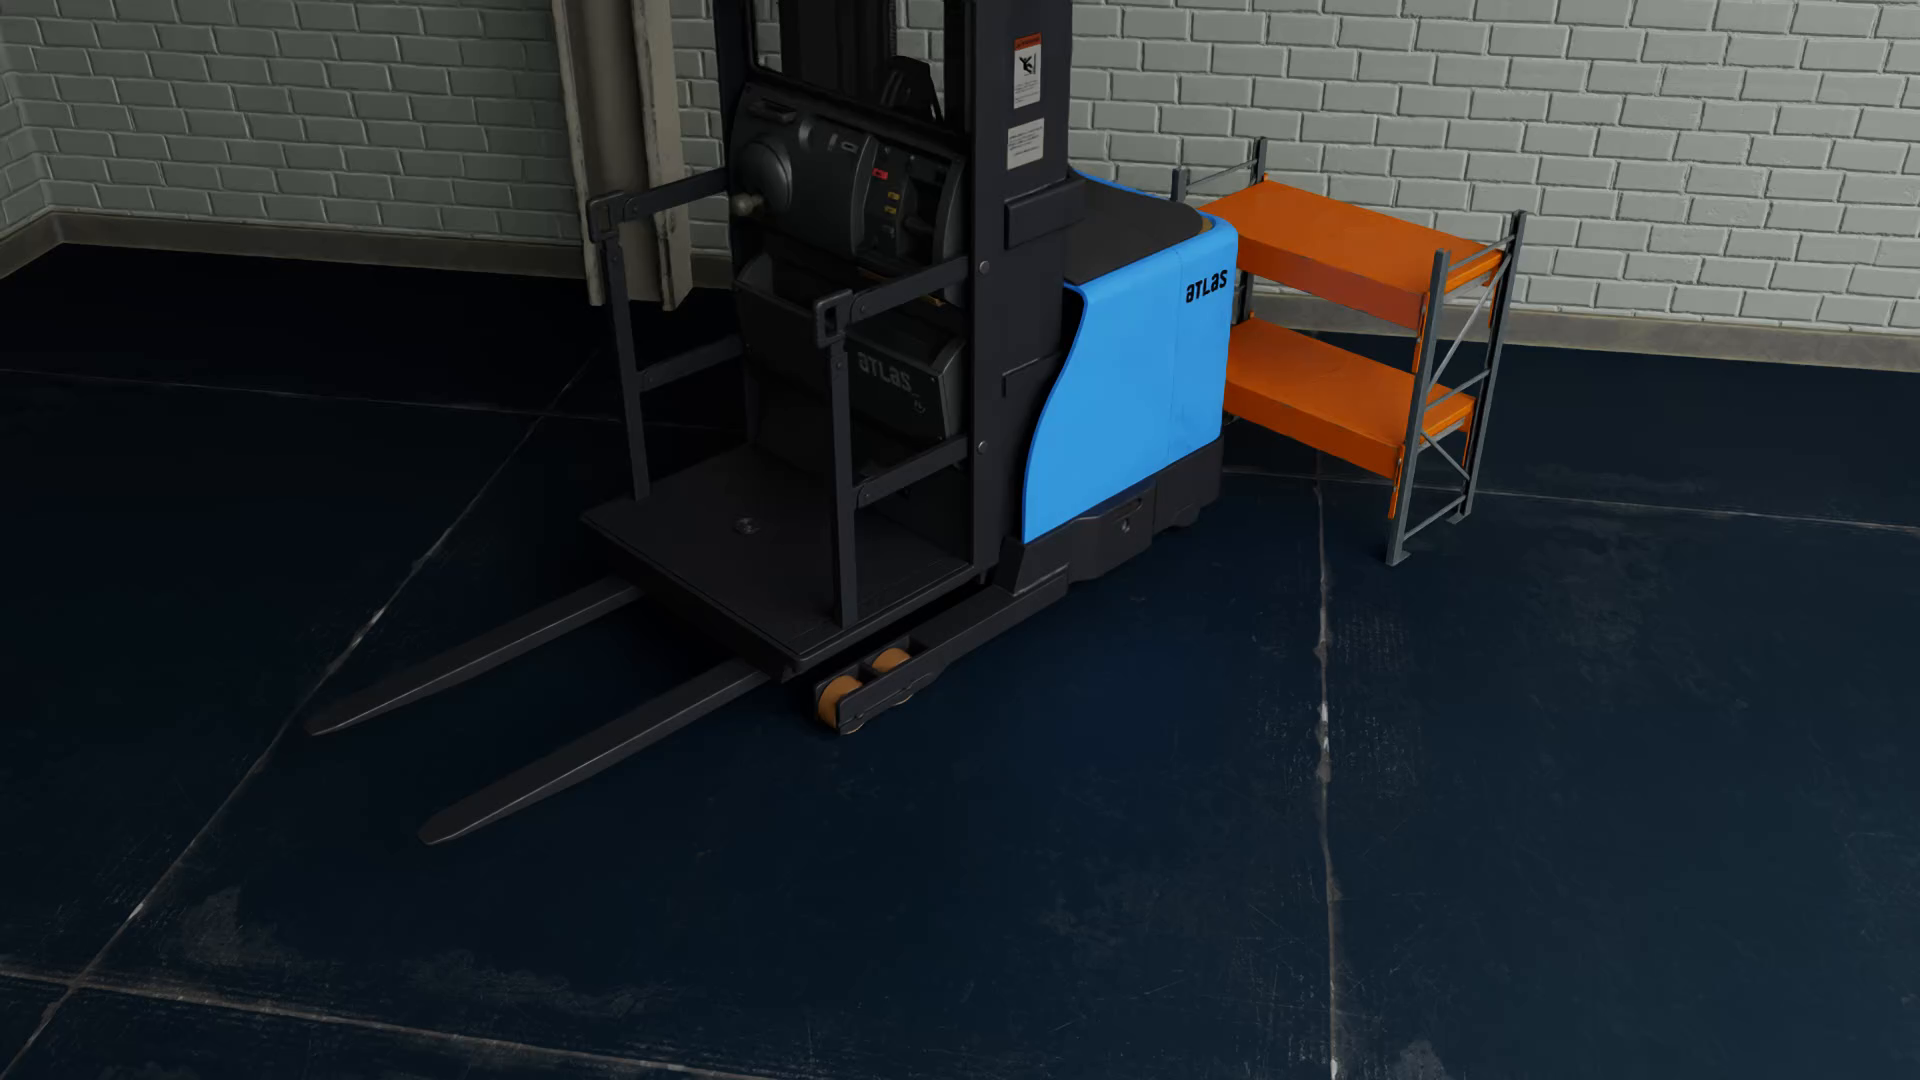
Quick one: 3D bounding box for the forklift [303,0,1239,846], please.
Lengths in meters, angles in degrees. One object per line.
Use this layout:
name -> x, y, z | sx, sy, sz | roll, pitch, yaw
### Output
forklift -> -0.482, -0.988, 4.566 | 3.031, 2.935, 1.130 | -28, 41, -37

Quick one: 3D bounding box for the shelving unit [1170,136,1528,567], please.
shelving unit -> 1.266, -0.676, 5.770 | 0.538, 1.125, 1.048 | -28, 41, -37

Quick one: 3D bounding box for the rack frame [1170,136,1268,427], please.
rack frame -> 0.909, -0.868, 6.076 | 0.500, 1.125, 0.032 | -28, 41, -37

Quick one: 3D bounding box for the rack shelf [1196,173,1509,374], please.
rack shelf -> 1.266, -0.924, 5.614 | 0.538, 0.278, 1.000 | -28, 41, -37

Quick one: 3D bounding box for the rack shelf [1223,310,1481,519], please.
rack shelf -> 1.266, -0.469, 5.899 | 0.538, 0.278, 1.000 | -28, 41, -37

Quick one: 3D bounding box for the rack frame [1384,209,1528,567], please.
rack frame -> 1.624, -0.484, 5.463 | 0.500, 1.125, 0.032 | -28, 41, -37

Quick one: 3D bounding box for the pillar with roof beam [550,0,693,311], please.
pillar with roof beam -> -2.161, -2.675, 1.543 | 0.400, 9.000, 9.100 | 5, 32, 8
